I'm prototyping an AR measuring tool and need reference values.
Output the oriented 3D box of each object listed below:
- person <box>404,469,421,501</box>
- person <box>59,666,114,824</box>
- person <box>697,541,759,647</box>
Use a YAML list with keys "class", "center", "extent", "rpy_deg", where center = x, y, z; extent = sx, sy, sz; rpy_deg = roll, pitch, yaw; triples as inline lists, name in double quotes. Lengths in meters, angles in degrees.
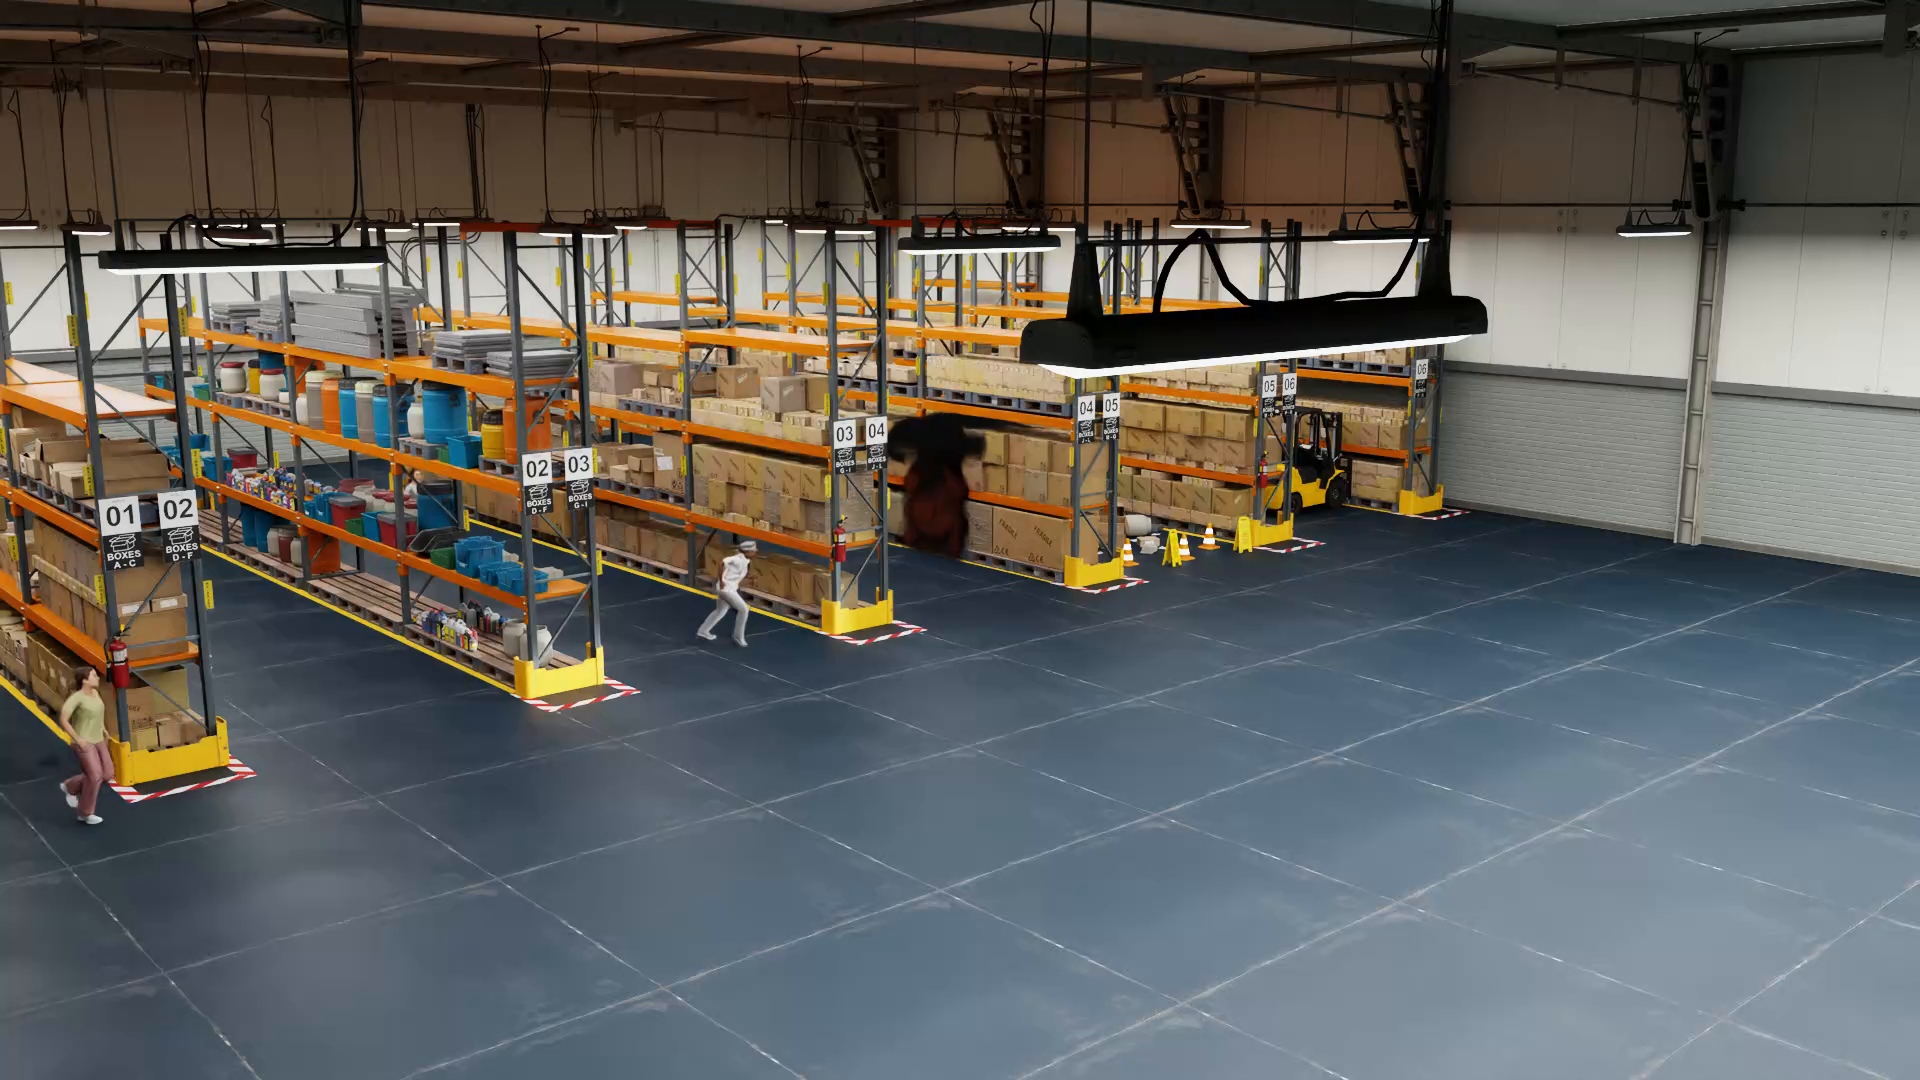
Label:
- class: "person"
  center: [-9.758, -0.475, 29.948]
  extent: [0.946, 1.645, 0.565]
  rpy_deg: [9, 14, 37]
- class: "person"
  center: [-9.160, 2.111, 17.396]
  extent: [0.563, 1.612, 0.617]
  rpy_deg: [2, 12, 9]
- class: "person"
  center: [-3.393, 0.801, 24.117]
  extent: [0.963, 1.607, 0.623]
  rpy_deg: [2, 12, 10]
